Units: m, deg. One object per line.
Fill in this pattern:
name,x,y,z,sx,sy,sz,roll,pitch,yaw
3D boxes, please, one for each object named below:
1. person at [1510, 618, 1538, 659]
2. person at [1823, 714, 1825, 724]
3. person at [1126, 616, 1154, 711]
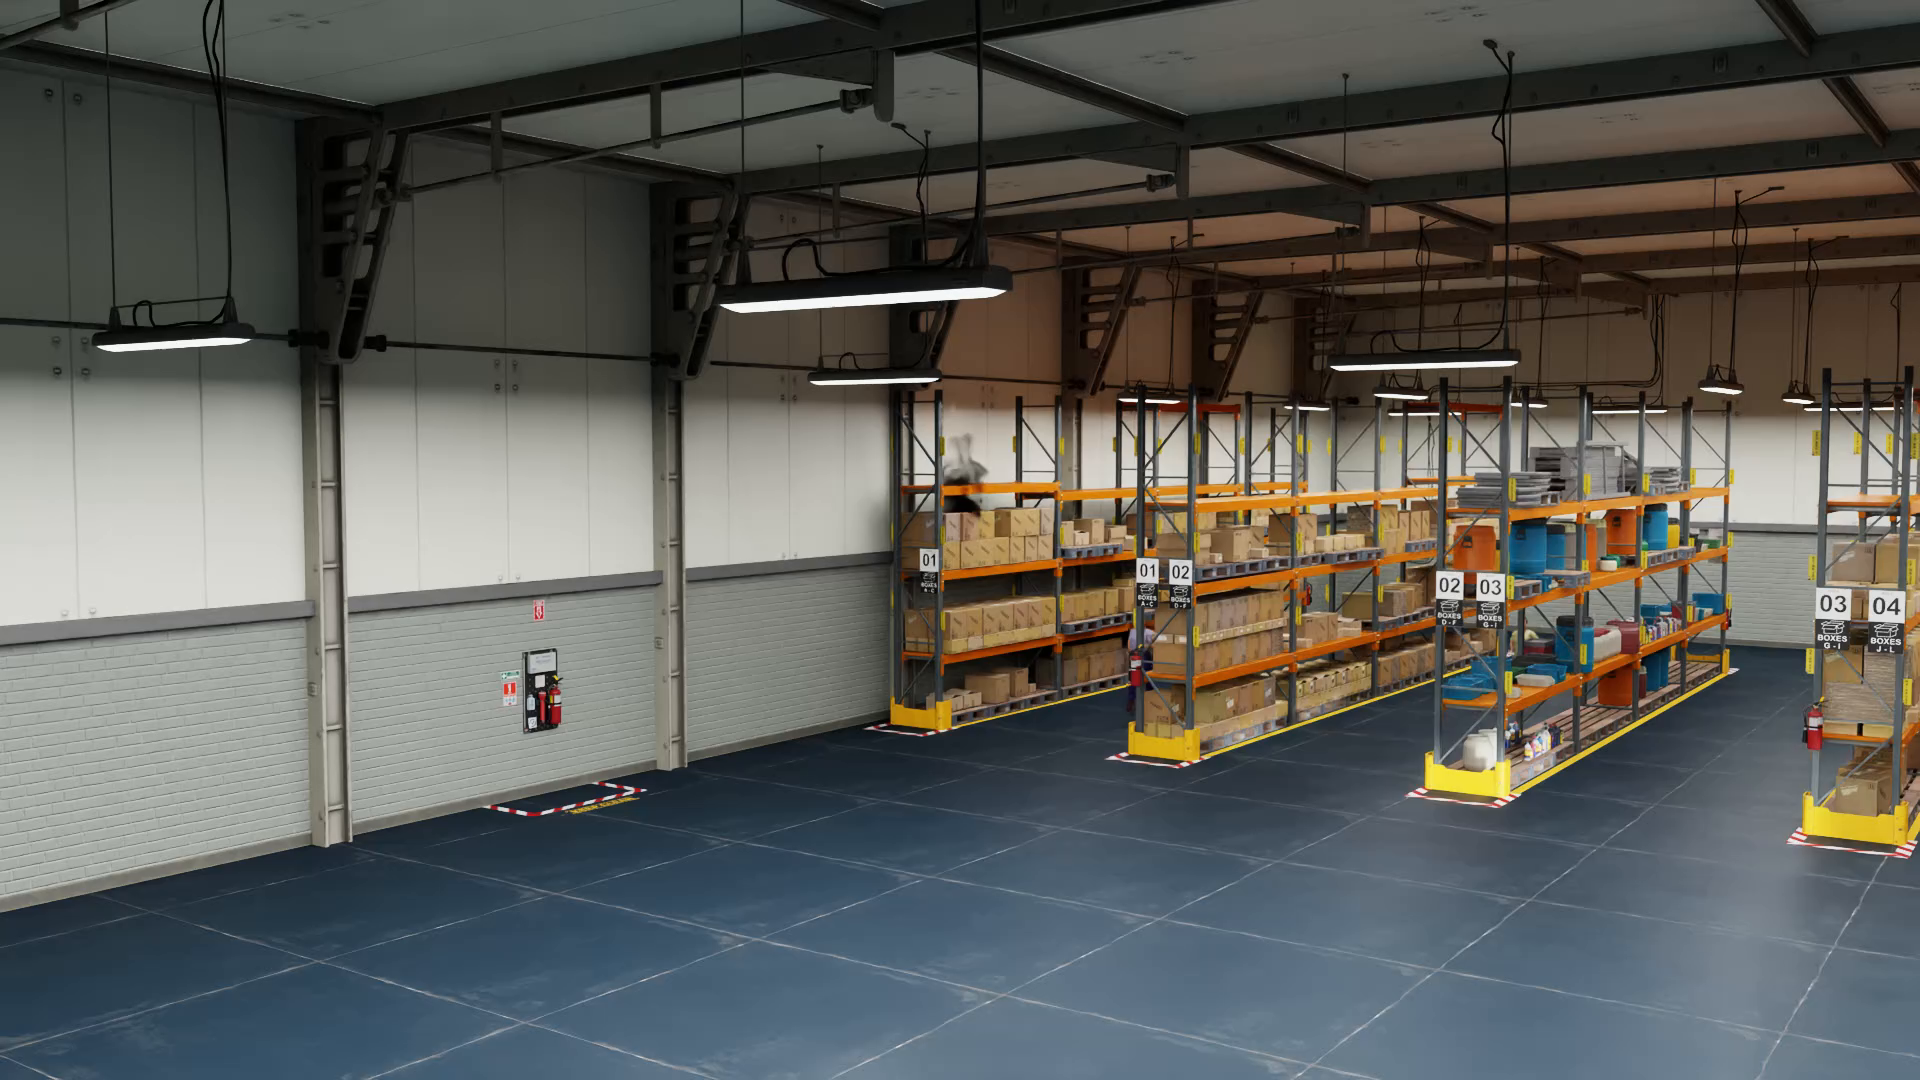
person,11.114,2.331,32.864,0.556,1.626,0.504,2,4,36
person,15.162,2.480,29.100,0.610,1.688,0.910,2,4,29
person,3.282,2.217,30.295,0.582,1.733,0.746,1,4,24
